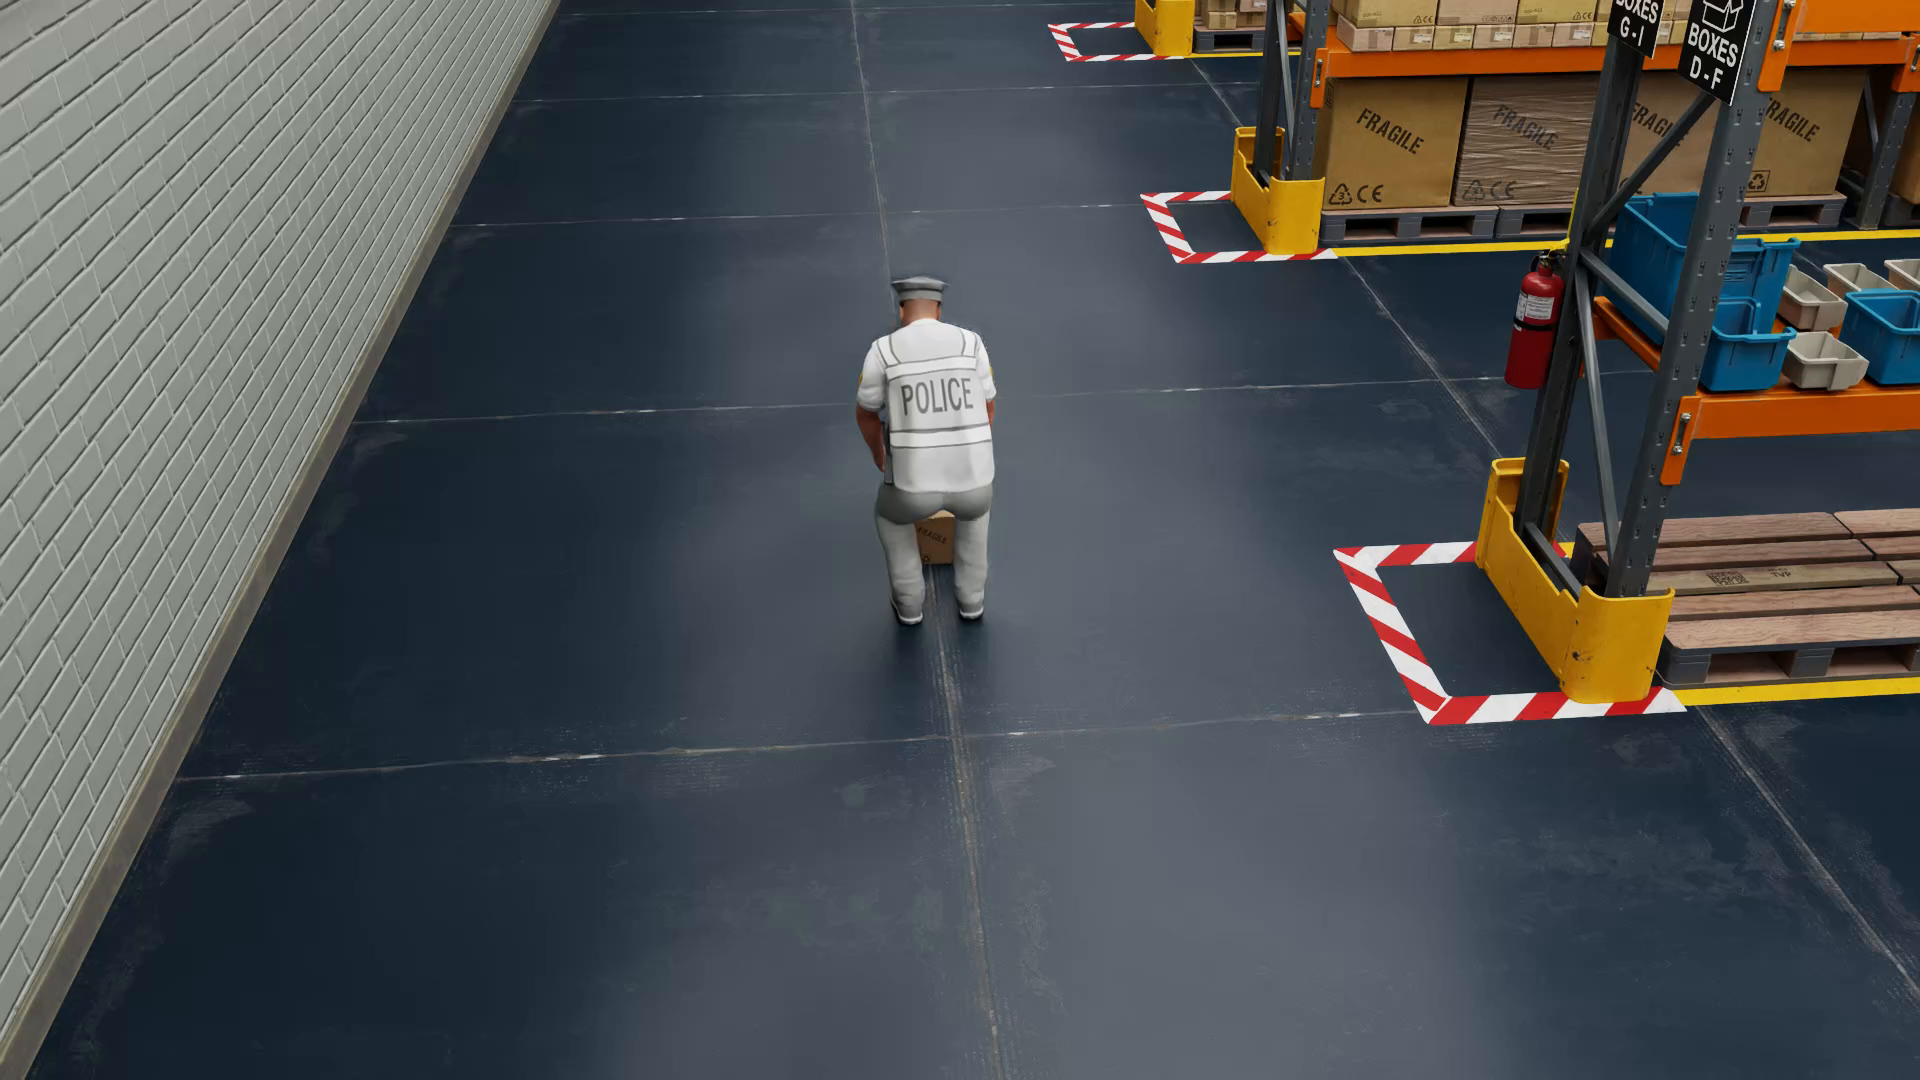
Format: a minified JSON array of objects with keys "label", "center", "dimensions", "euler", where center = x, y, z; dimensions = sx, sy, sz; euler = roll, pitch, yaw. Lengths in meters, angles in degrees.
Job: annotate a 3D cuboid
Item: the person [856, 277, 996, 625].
[{"label":"person","center":[-0.136,-0.349,7.023],"dimensions":[0.590,1.439,0.792],"euler":[-3,31,-4]}]
